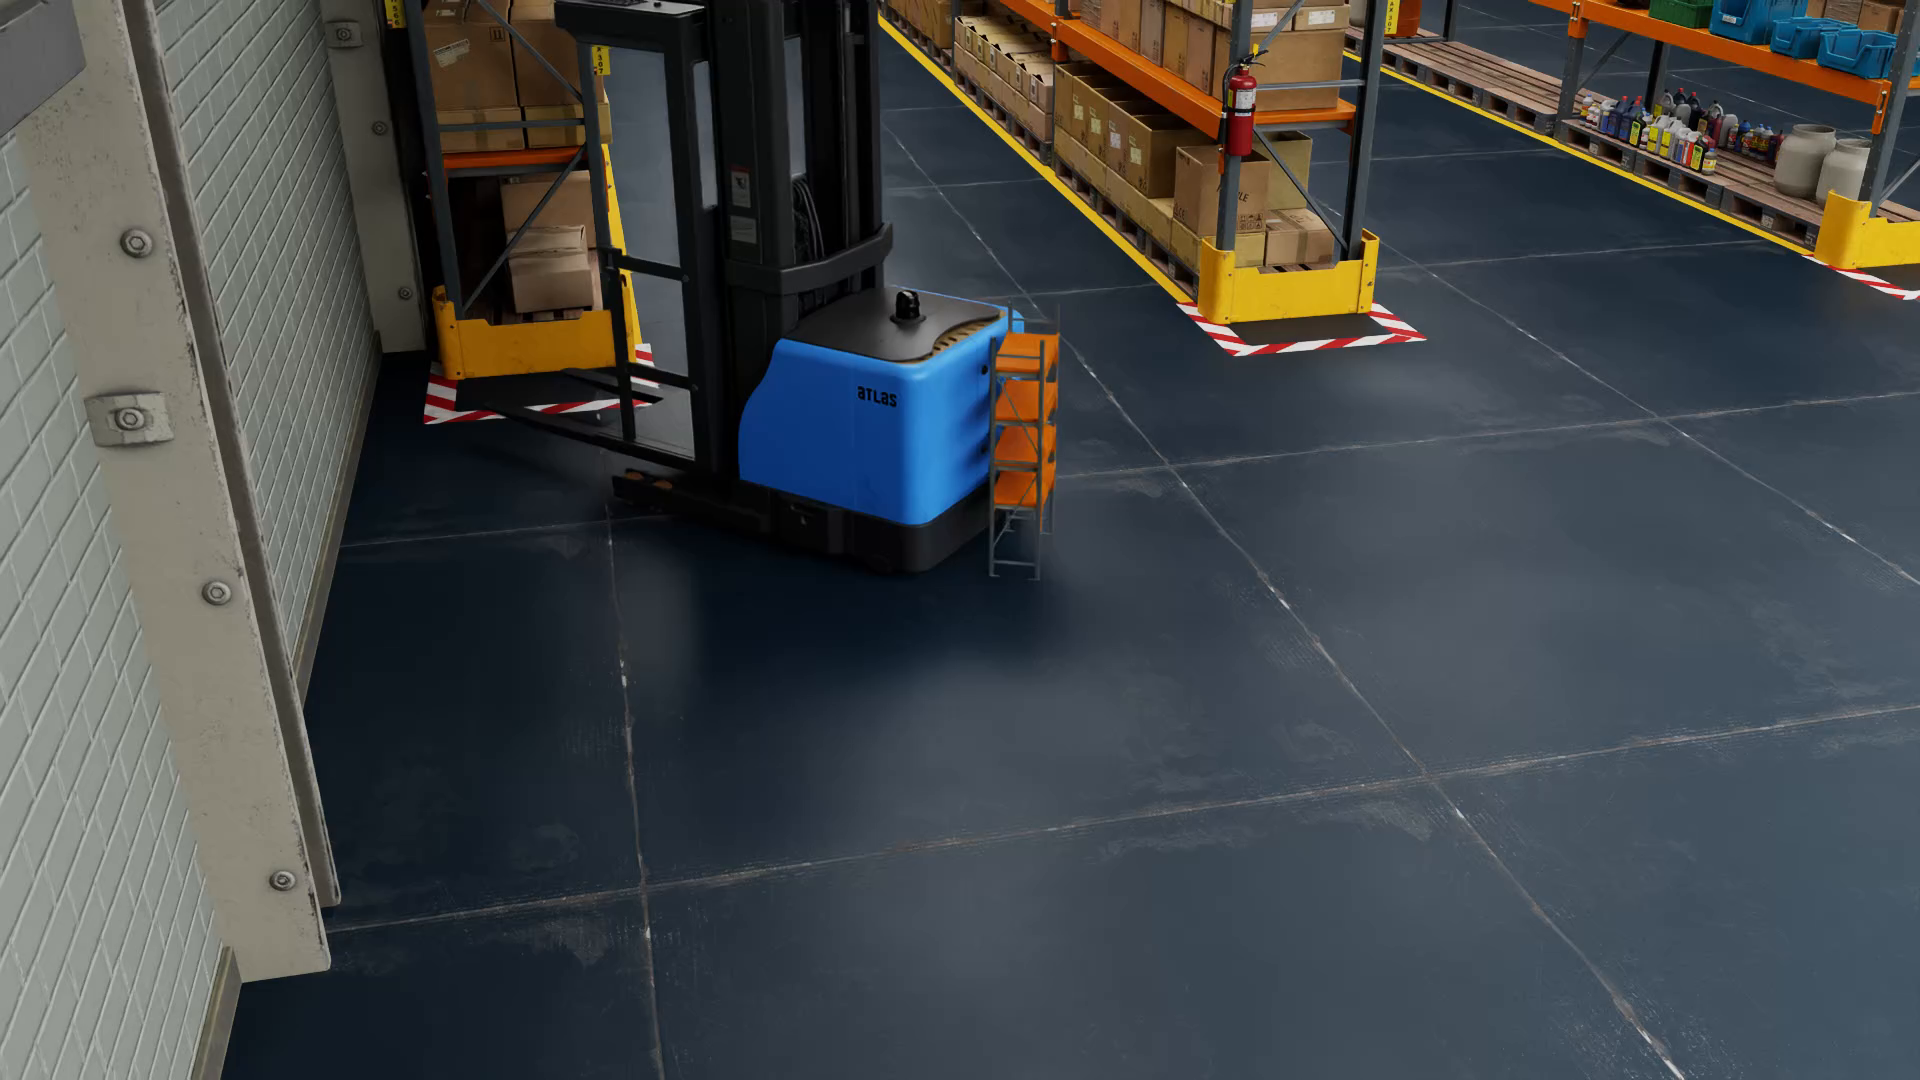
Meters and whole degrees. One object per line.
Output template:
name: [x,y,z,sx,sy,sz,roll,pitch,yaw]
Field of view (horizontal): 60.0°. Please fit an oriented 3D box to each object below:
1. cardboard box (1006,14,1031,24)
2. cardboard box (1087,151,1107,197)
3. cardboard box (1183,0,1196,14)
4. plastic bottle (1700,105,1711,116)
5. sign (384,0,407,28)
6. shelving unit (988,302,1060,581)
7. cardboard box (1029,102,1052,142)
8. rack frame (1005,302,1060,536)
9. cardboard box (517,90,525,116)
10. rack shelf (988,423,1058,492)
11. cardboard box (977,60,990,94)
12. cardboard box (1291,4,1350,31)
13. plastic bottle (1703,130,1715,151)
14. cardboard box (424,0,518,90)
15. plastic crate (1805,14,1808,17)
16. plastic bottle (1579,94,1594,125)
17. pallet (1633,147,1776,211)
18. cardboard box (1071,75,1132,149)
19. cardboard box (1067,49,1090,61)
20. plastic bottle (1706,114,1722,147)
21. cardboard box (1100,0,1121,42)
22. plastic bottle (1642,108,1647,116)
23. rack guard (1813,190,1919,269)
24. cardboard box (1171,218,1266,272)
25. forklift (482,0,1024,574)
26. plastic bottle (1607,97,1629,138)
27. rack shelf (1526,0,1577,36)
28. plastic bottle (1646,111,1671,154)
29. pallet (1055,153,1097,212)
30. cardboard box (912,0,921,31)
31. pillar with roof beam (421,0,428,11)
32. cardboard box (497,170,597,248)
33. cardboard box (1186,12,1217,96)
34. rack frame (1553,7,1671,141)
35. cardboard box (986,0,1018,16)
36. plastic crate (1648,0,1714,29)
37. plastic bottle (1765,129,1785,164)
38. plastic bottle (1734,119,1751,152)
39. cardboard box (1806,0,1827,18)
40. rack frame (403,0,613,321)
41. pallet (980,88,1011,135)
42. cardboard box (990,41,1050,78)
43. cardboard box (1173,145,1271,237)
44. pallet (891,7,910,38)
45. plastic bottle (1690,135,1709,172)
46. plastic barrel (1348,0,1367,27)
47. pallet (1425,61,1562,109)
cardboard box: [0.765,-5.437,17.656,0.500,0.311,0.500,-5,27,-10]
cardboard box: [1.332,-2.961,13.373,0.500,0.250,0.500,-6,27,-12]
cardboard box: [1.765,-3.740,11.500,0.380,0.149,0.250,-6,27,-11]
plastic bottle: [6.681,-3.756,14.888,0.061,0.283,0.133,-4,27,-8]
sign: [-3.161,-3.025,9.279,0.100,0.325,0.005,-6,27,-12]
shelving unit: [0.301,-0.461,7.832,0.258,1.200,0.503,5,27,9]
cardboard box: [0.932,-3.788,15.012,0.500,0.250,0.500,-6,27,-12]
rack frame: [0.346,-0.569,8.046,0.240,1.200,0.015,5,27,9]
cardboard box: [-3.037,-2.769,10.552,0.500,0.250,0.500,-5,27,-10]
rack shelf: [0.301,-0.401,7.862,0.258,0.148,0.480,5,27,9]
cardboard box: [0.476,-4.684,16.786,0.500,0.250,0.500,-7,28,-13]
cardboard box: [2.331,-3.448,10.921,0.380,0.149,0.250,-6,27,-12]
plastic bottle: [6.269,-3.291,13.967,0.061,0.283,0.133,-6,27,-12]
cardboard box: [-3.033,-3.099,10.373,0.500,0.500,0.500,-6,27,-11]
plastic crate: [6.747,-4.372,13.876,0.530,0.136,0.437,-6,27,-12]
plastic bottle: [5.779,-3.971,15.328,0.097,0.271,0.097,0,27,0]
pallet: [6.524,-3.096,14.150,1.003,0.211,1.213,-6,27,-12]
cardboard box: [1.228,-3.516,13.641,0.500,0.500,0.500,-6,27,-12]
cardboard box: [1.232,-4.540,15.879,0.500,0.311,0.500,-7,28,-13]
plastic bottle: [6.606,-3.598,14.577,0.061,0.283,0.133,-6,27,-12]
cardboard box: [1.539,-4.295,13.320,0.700,0.500,0.500,-6,27,-12]
plastic bottle: [6.063,-3.707,14.806,0.097,0.271,0.097,0,27,0]
rack guard: [6.973,-2.334,12.319,1.175,0.500,0.348,-6,27,-12]
cardboard box: [1.801,-2.085,11.637,0.500,0.250,0.500,-6,27,-12]
forklift: [-1.198,-1.633,8.232,3.031,2.935,1.130,15,31,28]
plastic bottle: [5.912,-3.794,14.890,0.144,0.351,0.185,-5,27,-10]
rack shelf: [5.684,-5.734,17.079,1.077,0.370,4.000,-6,27,-12]
plastic bottle: [6.051,-3.525,14.356,0.144,0.351,0.185,-6,27,-12]
pallet: [1.446,-3.077,14.113,1.003,0.211,1.213,-6,27,-12]
cardboard box: [-0.274,-6.356,19.799,0.500,0.500,0.500,-7,28,-14]
pillar with roof beam: [-0.774,-8.384,14.873,9.100,9.000,0.400,-6,27,-12]
cardboard box: [-2.929,-2.386,11.934,0.700,0.500,0.500,-8,28,-15]
cardboard box: [1.994,-3.400,11.547,0.700,0.500,0.500,-5,27,-10]
rack frame: [6.135,-5.177,15.178,1.000,3.000,0.127,-6,27,-12]
cardboard box: [0.582,-5.741,18.581,0.500,0.500,0.500,-5,27,-9]
plastic crate: [6.166,-4.458,13.988,0.450,0.188,0.662,-6,27,-12]
plastic bottle: [6.898,-3.334,14.052,0.061,0.283,0.133,-5,27,-11]
plastic bottle: [6.786,-3.510,14.415,0.097,0.271,0.097,0,27,0]
cardboard box: [10.229,-6.224,19.539,0.700,0.500,0.500,-7,28,-14]
rack frame: [-2.616,-2.415,9.706,1.000,3.000,0.127,-6,27,-12]
pallet: [0.826,-4.287,16.509,1.003,0.211,1.213,-6,27,-12]
cardboard box: [0.594,-4.703,16.201,0.500,0.311,0.500,-6,27,-12]
cardboard box: [1.799,-2.420,11.468,0.500,0.500,0.500,-6,27,-12]
pallet: [-0.275,-6.589,21.071,1.003,0.211,1.213,-6,27,-12]
plastic bottle: [6.151,-3.216,13.819,0.061,0.283,0.133,-5,27,-10]
plastic barrel: [4.892,-6.462,20.018,0.421,0.512,0.421,0,27,0]
pallet: [5.642,-4.810,17.545,1.003,0.211,1.213,-6,27,-12]
